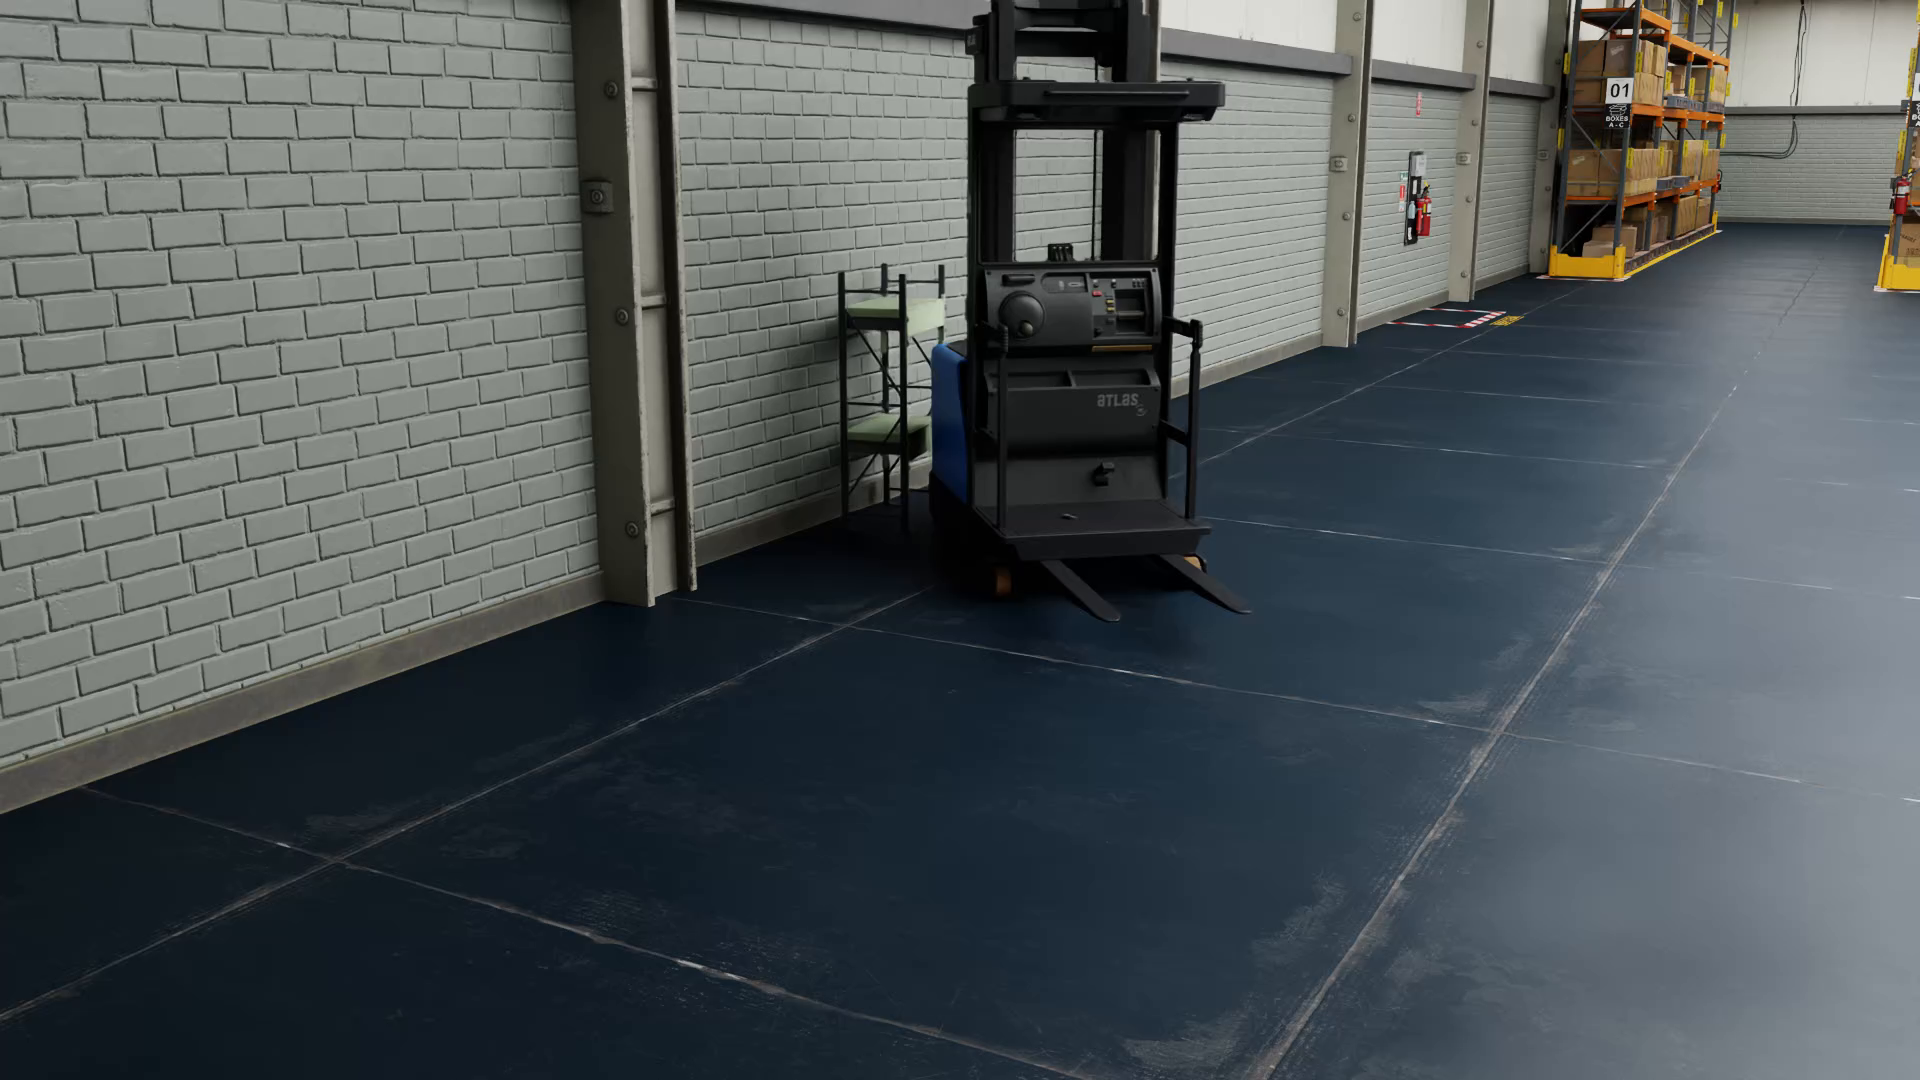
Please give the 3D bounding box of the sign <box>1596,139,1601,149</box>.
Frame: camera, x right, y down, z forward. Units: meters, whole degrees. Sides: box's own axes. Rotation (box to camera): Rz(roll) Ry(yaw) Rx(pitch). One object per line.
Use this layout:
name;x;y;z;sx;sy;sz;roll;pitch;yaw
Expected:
sign;11.897;-7.315;31.003;0.100;0.325;0.005;7;15;28

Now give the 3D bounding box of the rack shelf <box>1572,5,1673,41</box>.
rack shelf;11.418;-8.844;28.561;1.077;0.370;4.000;7;15;28

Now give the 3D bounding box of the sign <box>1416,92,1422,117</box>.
sign;5.813;-5.513;21.057;0.001;0.298;0.199;7;15;28

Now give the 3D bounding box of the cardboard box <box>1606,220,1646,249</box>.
cardboard box;12.726;-5.841;31.757;0.700;0.500;0.500;8;16;30

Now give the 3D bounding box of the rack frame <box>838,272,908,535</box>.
rack frame;-0.497;-0.773;9.541;0.400;1.500;0.023;4;14;16

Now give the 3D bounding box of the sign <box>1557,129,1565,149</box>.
sign;9.975;-6.652;27.582;0.100;0.325;0.005;7;15;28

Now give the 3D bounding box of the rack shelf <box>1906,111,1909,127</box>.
rack shelf;17.690;-7.648;29.991;1.077;0.370;4.000;7;15;28

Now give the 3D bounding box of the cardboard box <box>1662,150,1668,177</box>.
cardboard box;13.517;-7.417;32.747;0.700;0.500;0.500;7;15;28

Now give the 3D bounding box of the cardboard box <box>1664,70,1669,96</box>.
cardboard box;13.315;-8.757;31.946;0.500;0.500;0.500;7;15;26

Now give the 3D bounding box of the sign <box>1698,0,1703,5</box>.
sign;14.798;-10.860;33.217;0.100;0.325;0.005;7;15;28

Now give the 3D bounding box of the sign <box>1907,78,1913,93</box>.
sign;18.183;-8.721;31.805;0.100;0.325;0.005;7;15;28

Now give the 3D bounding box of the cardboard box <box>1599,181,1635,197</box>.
cardboard box;10.965;-5.870;27.759;0.500;0.250;0.500;7;15;26

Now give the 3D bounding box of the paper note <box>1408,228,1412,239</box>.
paper note;5.758;-3.920;21.273;0.016;0.148;0.142;7;15;28

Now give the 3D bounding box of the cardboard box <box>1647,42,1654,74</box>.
cardboard box;11.375;-8.127;28.053;0.500;0.500;0.500;8;16;30

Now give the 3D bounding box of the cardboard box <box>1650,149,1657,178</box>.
cardboard box;12.191;-6.756;29.834;0.500;0.500;0.500;7;15;28

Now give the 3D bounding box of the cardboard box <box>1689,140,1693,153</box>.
cardboard box;15.261;-8.355;35.299;0.500;0.250;0.500;7;15;28

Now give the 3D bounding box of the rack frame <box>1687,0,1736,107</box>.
rack frame;18.186;-12.068;40.390;1.000;3.000;0.127;7;15;28

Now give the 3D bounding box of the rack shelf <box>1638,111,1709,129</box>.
rack shelf;15.285;-9.029;35.720;1.077;0.370;4.000;7;15;28

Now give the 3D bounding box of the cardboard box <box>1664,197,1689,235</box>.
cardboard box;15.218;-6.984;35.795;0.750;0.750;0.750;7;15;28

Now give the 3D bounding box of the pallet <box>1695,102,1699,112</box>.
pallet;15.121;-9.245;35.482;1.003;0.211;1.213;8;16;31

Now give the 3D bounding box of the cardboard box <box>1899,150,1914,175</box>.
cardboard box;19.889;-7.803;34.391;0.700;0.500;0.500;10;17;37

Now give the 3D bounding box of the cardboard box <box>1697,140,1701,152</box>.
cardboard box;15.995;-8.670;36.604;0.500;0.250;0.500;8;16;29

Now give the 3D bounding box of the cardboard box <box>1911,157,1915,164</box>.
cardboard box;15.432;-6.038;26.582;0.380;0.149;0.250;8;16;30

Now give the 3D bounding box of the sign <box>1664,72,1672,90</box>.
sign;12.864;-8.339;30.221;0.100;0.325;0.005;7;15;28

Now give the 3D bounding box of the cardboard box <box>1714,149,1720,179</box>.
cardboard box;17.948;-9.192;40.620;0.980;0.700;0.700;8;16;31

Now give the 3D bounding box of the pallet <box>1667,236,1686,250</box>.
pallet;14.766;-6.308;35.248;1.003;0.211;1.213;7;15;28

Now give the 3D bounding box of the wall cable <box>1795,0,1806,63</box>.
wall cable;23.601;-13.827;43.536;3.097;2.526;0.112;7;15;28

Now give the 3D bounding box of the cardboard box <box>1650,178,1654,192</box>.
cardboard box;12.173;-6.394;29.931;0.500;0.250;0.500;7;15;28

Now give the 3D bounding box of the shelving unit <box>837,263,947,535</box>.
shelving unit;-0.391;-0.855;9.882;0.431;1.500;0.755;4;14;16

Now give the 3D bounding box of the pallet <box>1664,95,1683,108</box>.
pallet;12.777;-8.171;31.027;1.213;0.211;1.003;7;15;28

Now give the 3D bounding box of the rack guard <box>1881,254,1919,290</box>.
rack guard;14.778;-4.088;25.425;1.175;0.500;0.348;7;15;28

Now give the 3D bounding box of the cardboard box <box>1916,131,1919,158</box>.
cardboard box;15.052;-6.093;25.425;0.700;0.500;0.500;7;15;28

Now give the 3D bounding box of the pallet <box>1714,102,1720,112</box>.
pallet;17.248;-10.162;39.074;1.003;0.211;1.213;7;15;28

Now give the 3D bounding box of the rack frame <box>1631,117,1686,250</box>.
rack frame;14.319;-7.510;34.285;1.000;3.000;0.127;7;15;28

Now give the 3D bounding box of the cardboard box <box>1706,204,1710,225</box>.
cardboard box;17.935;-7.986;40.694;0.700;0.500;0.500;7;15;28

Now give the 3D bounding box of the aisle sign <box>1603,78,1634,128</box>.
aisle sign;10.679;-7.084;26.970;0.394;0.787;0.004;7;15;28

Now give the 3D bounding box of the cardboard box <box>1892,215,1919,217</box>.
cardboard box;16.225;-5.301;28.494;0.500;0.500;0.500;7;15;28

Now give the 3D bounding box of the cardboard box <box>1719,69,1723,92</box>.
cardboard box;17.575;-10.764;38.991;0.500;0.500;0.500;7;15;26

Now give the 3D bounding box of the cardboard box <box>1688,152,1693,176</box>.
cardboard box;15.280;-7.992;35.393;0.500;0.500;0.500;7;15;28

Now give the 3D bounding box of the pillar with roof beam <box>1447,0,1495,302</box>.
pillar with roof beam;10.900;-7.308;20.647;9.100;9.000;0.400;7;15;28

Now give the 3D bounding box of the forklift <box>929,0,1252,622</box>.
forklift;0.631;-1.224;8.358;1.130;2.935;3.031;-3;14;-12

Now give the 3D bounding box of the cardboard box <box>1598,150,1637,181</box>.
cardboard box;10.945;-6.234;27.670;0.500;0.500;0.500;7;15;28

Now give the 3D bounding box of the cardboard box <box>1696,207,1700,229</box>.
cardboard box;16.704;-7.462;38.521;0.700;0.500;0.500;8;16;29

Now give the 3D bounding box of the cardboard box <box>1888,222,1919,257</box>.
cardboard box;14.788;-4.684;25.934;0.500;0.500;0.500;7;15;28

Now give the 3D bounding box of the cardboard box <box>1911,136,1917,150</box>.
cardboard box;20.608;-8.438;35.788;0.500;0.500;0.500;7;15;28

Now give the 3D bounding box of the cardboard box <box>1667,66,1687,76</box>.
cardboard box;15.458;-10.136;36.023;0.500;0.250;0.500;7;15;26

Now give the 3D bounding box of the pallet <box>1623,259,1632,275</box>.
pallet;10.912;-4.692;28.544;1.003;0.211;1.213;7;15;28

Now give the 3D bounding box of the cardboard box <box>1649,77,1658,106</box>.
cardboard box;12.102;-7.972;29.545;0.500;0.500;0.500;6;15;23

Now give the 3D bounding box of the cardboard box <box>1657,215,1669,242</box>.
cardboard box;14.016;-6.355;33.890;0.700;0.500;0.500;8;16;29

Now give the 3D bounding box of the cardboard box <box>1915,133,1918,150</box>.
cardboard box;16.514;-6.717;28.012;0.700;0.500;0.500;7;15;28

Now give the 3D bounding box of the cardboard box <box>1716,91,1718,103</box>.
cardboard box;17.318;-10.290;38.626;0.500;0.250;0.500;7;15;26

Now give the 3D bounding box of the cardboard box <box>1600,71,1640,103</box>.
cardboard box;10.832;-7.426;27.279;0.500;0.500;0.500;8;16;30

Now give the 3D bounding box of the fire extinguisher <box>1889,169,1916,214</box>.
fire extinguisher;14.326;-5.299;25.279;0.296;0.674;0.183;7;15;28
